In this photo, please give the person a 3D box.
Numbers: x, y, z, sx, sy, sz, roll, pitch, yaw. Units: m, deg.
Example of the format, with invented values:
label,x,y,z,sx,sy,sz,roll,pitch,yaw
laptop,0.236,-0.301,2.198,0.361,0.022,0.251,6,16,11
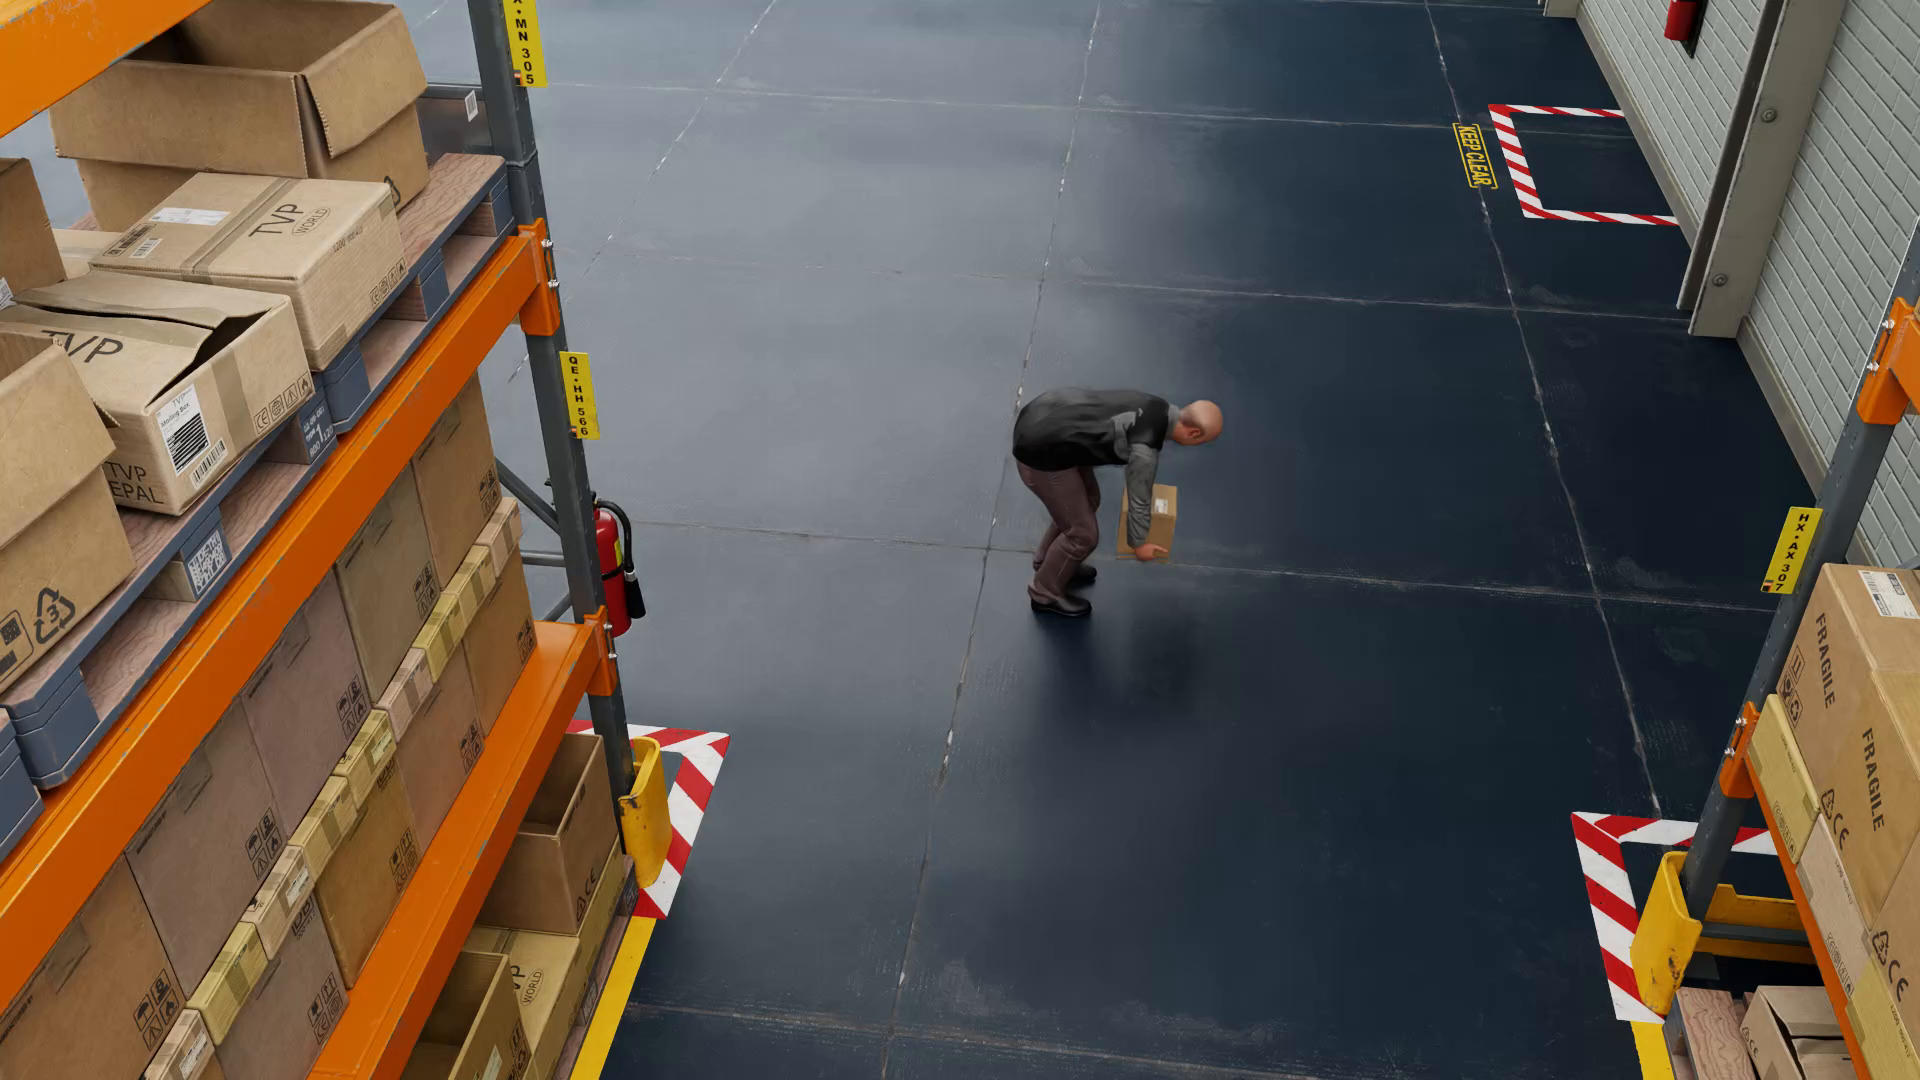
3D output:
label,x,y,z,sx,sy,sz,roll,pitch,yaw
person,0.718,-0.192,7.821,0.955,1.145,0.462,3,36,4
